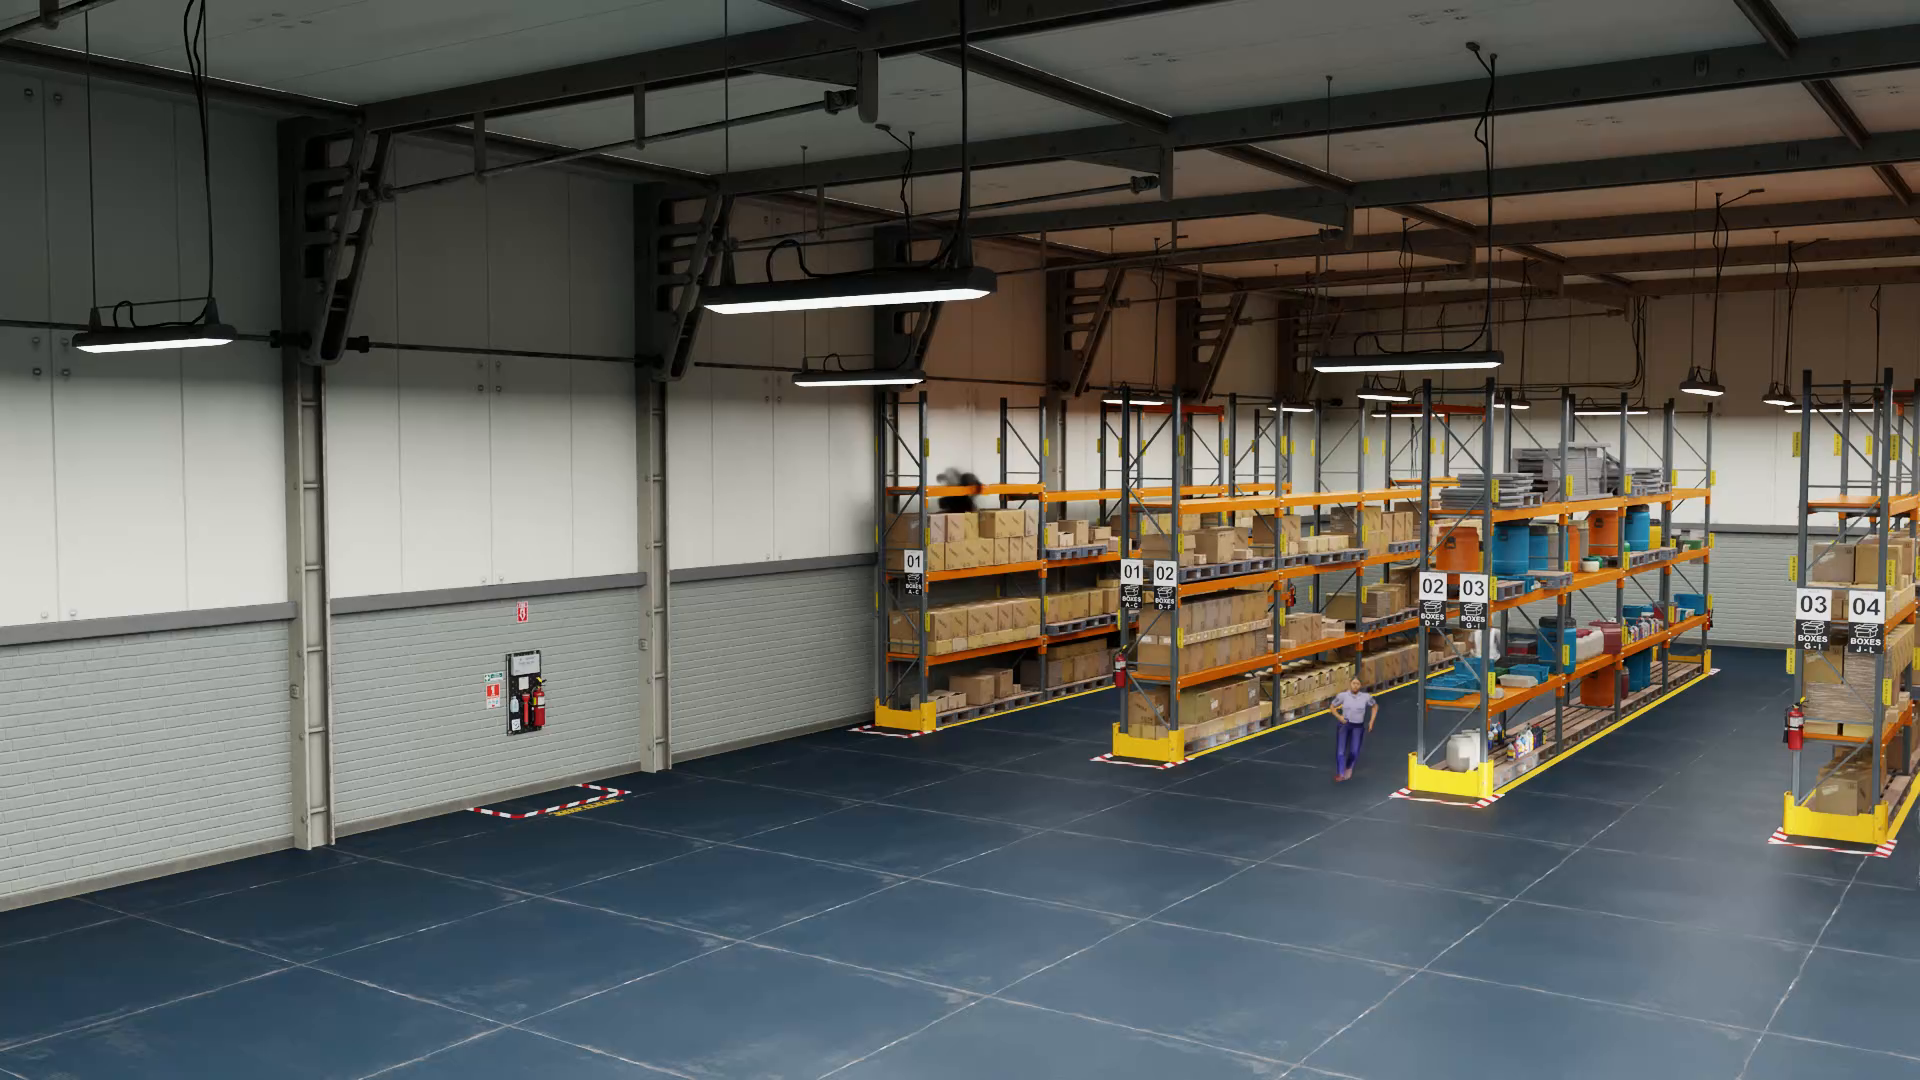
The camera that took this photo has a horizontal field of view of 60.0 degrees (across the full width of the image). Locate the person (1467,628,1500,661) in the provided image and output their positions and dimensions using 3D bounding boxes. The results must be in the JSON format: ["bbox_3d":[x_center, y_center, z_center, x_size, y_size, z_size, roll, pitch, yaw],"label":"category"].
[{"bbox_3d":[10.273,2.329,32.543,0.741,1.740,0.587,2,4,30],"label":"person"}]

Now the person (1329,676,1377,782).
[{"bbox_3d":[5.859,2.824,24.817,0.690,1.601,0.624,1,3,16],"label":"person"}]
